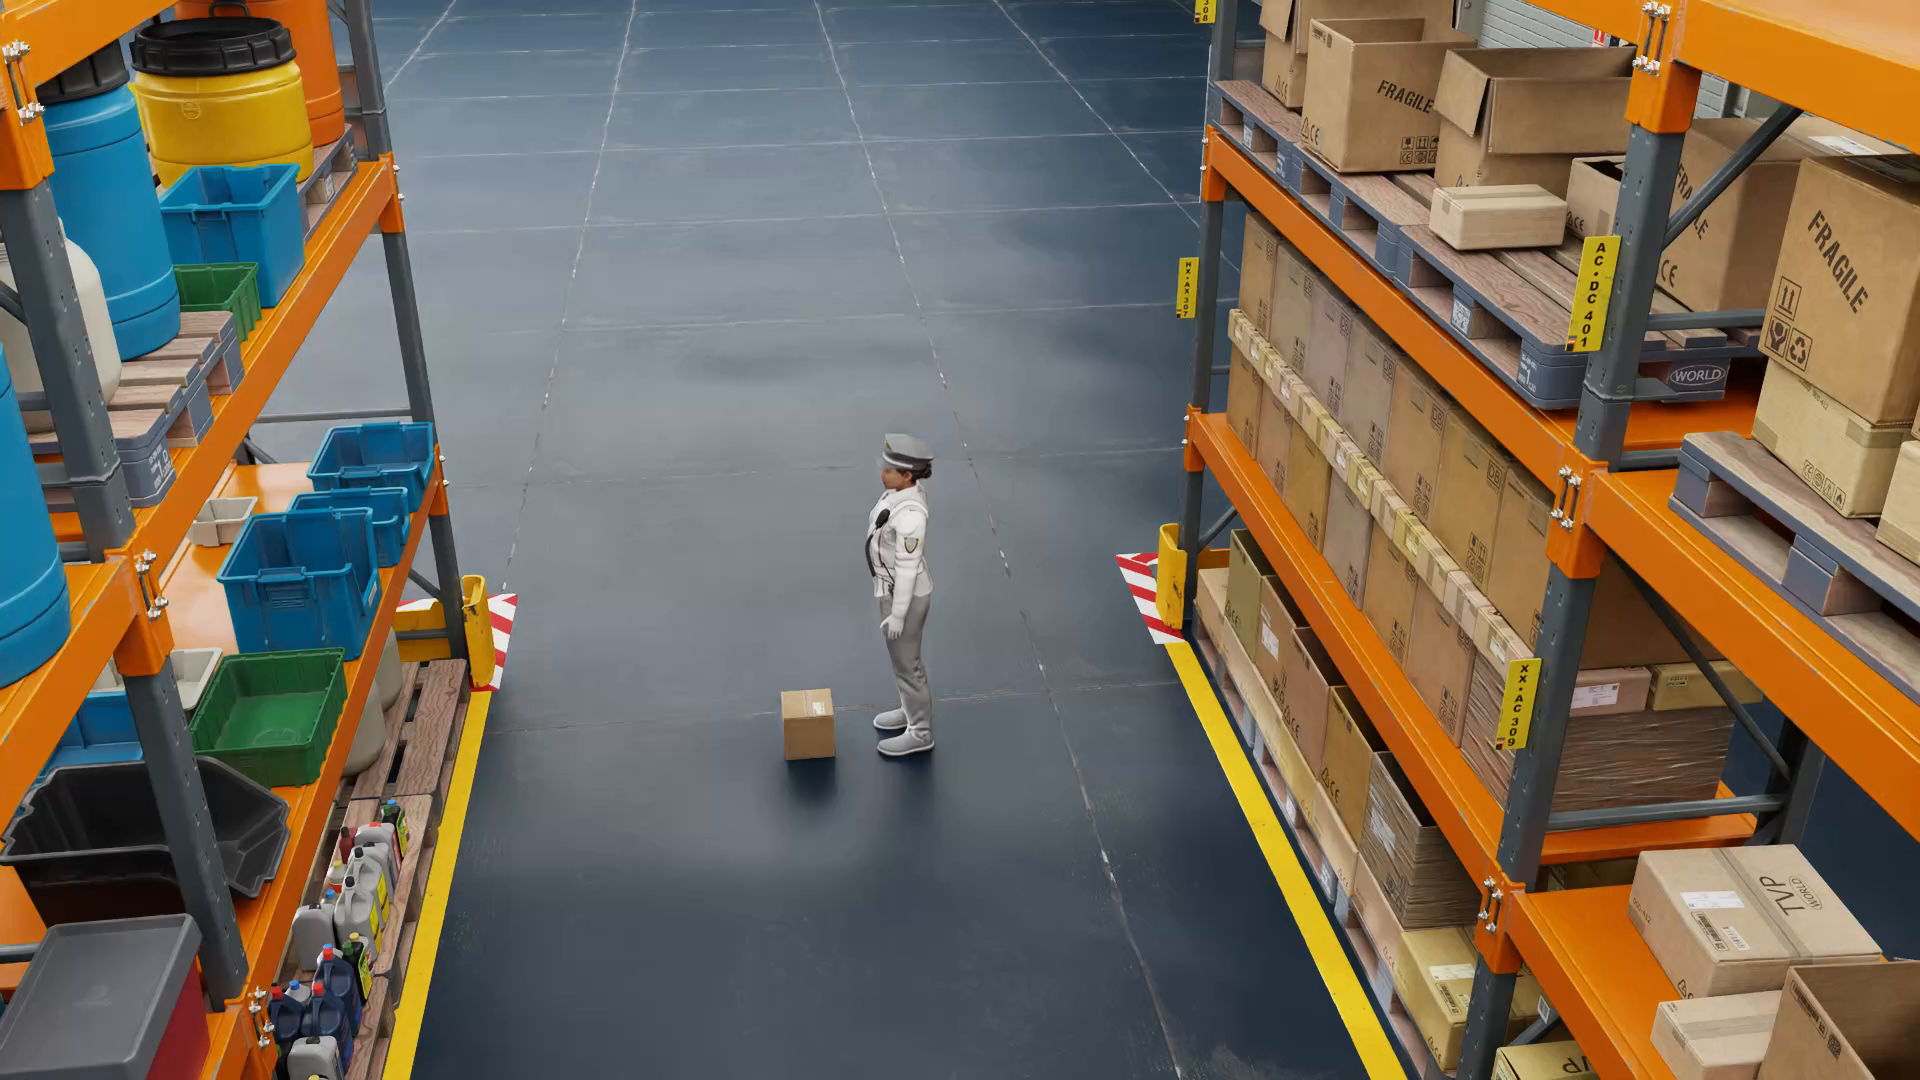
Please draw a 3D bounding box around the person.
[{"bbox_3d":[-0.288,0.269,8.079,0.345,1.686,0.467,-3,27,-6],"label":"person"}]
